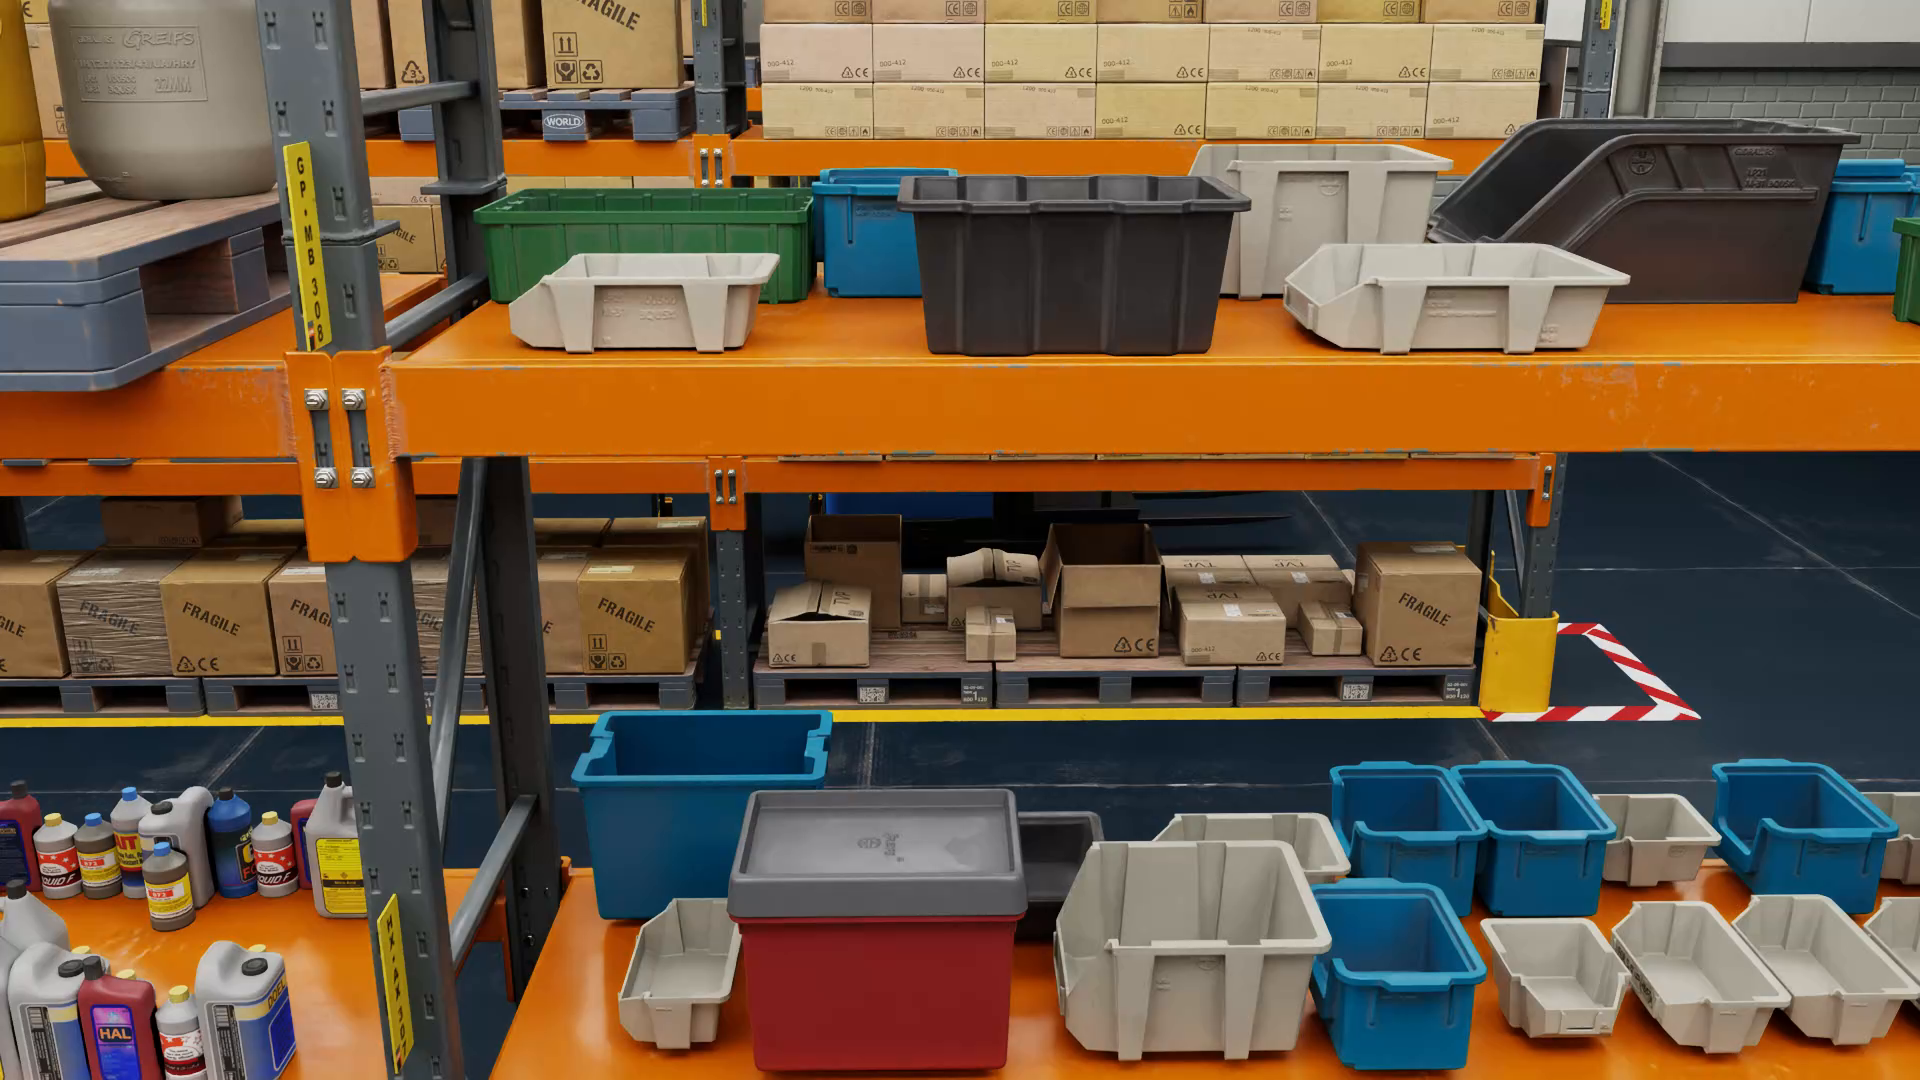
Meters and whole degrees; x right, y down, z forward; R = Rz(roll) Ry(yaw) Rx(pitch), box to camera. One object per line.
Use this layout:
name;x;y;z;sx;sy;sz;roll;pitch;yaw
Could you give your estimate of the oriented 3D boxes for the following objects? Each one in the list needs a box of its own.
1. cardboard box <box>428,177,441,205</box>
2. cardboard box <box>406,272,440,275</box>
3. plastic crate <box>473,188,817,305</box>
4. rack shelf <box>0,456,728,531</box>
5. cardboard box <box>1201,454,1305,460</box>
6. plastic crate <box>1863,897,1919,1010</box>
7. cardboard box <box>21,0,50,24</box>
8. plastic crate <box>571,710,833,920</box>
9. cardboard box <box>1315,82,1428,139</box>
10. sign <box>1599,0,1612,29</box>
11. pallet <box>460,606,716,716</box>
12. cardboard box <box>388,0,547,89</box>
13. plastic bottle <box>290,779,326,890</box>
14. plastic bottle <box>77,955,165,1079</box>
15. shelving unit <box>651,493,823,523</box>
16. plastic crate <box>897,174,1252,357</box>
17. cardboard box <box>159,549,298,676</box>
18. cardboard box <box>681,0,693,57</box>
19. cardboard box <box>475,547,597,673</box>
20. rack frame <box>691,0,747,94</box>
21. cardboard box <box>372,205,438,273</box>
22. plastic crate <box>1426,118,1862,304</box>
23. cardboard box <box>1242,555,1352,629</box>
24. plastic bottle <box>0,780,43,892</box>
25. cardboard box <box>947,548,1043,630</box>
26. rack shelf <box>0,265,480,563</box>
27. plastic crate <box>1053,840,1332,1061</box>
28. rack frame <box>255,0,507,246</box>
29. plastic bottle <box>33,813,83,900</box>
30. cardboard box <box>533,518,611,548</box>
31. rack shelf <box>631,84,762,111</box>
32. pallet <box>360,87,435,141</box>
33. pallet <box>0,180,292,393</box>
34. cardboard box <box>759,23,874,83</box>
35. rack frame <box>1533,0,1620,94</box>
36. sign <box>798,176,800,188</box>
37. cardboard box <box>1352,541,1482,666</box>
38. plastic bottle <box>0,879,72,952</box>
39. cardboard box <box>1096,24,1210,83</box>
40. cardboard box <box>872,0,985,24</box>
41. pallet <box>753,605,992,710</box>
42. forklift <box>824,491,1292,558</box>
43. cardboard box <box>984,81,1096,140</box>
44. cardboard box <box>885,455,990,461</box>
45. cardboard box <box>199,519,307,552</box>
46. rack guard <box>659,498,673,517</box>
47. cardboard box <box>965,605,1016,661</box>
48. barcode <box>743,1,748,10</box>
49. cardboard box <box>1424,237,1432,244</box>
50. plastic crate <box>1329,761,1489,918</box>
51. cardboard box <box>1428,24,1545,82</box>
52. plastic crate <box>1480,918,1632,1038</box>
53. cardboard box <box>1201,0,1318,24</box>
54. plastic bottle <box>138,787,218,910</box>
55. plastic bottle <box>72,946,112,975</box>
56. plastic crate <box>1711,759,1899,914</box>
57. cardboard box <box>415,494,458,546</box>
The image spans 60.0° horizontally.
cardboard box;-3.719;-2.700;12.643;0.500;0.250;0.500;0;18;0
cardboard box;-4.113;-2.048;12.900;0.250;0.149;0.380;0;18;-1
plastic crate;-0.640;-0.630;3.536;0.662;0.188;0.450;0;18;-1
rack shelf;-3.133;-0.369;8.464;4.000;0.370;1.077;0;18;-1
cardboard box;1.405;-0.698;8.150;0.500;0.500;0.500;0;18;0
plastic crate;2.128;0.929;3.575;0.243;0.136;0.396;0;18;-1
cardboard box;-4.187;-2.656;7.706;0.500;0.500;0.500;0;18;-1
plastic crate;-0.597;0.665;3.993;0.575;0.384;0.392;0;18;-1
cardboard box;1.857;-2.015;7.753;0.500;0.250;0.500;0;18;-1
sign;2.855;-2.420;7.322;0.005;0.325;0.100;0;18;-1
pallet;-1.946;0.622;8.762;1.213;0.211;1.003;0;18;-1
cardboard box;-2.306;-2.454;7.862;0.600;0.600;0.600;0;18;-1
plastic bottle;-1.566;0.720;4.084;0.133;0.283;0.061;0;18;-1
plastic bottle;-1.678;0.963;3.325;0.133;0.283;0.061;0;18;-1
shelving unit;-1.445;-0.680;10.712;1.083;1.500;0.587;-1;18;-4
plastic crate;0.188;-0.496;2.987;0.590;0.269;0.497;0;18;-1
cardboard box;-3.648;0.359;8.389;0.500;0.500;0.500;-1;18;-2
cardboard box;-2.097;-3.948;12.651;0.500;0.500;0.700;-1;18;-4
cardboard box;-2.117;0.350;8.419;0.500;0.500;0.500;0;18;-1
rack frame;-1.133;-3.577;7.468;0.127;3.000;1.000;0;18;-1
cardboard box;-4.201;-2.337;12.739;0.500;0.500;0.500;0;18;1
plastic crate;1.409;-0.703;3.518;0.767;0.338;0.504;0;18;-1
cardboard box;1.818;0.278;9.051;0.500;0.250;0.500;0;18;-1
plastic bottle;-2.320;0.723;4.073;0.133;0.283;0.061;0;18;-1
cardboard box;0.182;0.257;9.017;0.500;0.311;0.500;0;18;-1
rack shelf;-3.059;-0.284;3.290;4.000;0.370;1.077;0;18;-1
plastic crate;0.471;0.869;3.524;0.530;0.282;0.437;0;18;-1
rack frame;-1.059;-2.065;2.752;0.127;3.000;1.000;0;18;-1
plastic bottle;-2.205;0.767;4.070;0.097;0.201;0.097;0;18;0
cardboard box;-2.154;0.194;8.905;0.500;0.500;0.500;0;18;0
rack shelf;-3.215;-3.310;12.722;4.000;0.370;1.077;0;18;-1
pallet;-2.823;-2.072;7.993;1.003;0.211;1.213;0;18;-1
pallet;-1.841;-0.513;3.134;1.003;0.211;1.213;0;18;-1
cardboard box;-0.643;-2.242;7.643;0.500;0.250;0.500;0;18;-1
rack frame;2.866;-3.597;7.528;0.127;3.000;1.000;0;18;-1
sign;-1.197;-2.582;12.419;0.005;0.325;0.100;0;18;-1
cardboard box;2.326;0.318;8.516;0.500;0.500;0.500;0;18;-1
plastic bottle;-1.975;0.876;3.487;0.185;0.351;0.144;0;18;-1
cardboard box;0.857;-2.247;7.657;0.500;0.250;0.500;0;18;-1
cardboard box;-0.146;-2.646;7.674;0.500;0.500;0.700;0;18;-1
pallet;-0.447;0.604;8.819;1.213;0.211;1.003;0;18;-1
forklift;0.628;-1.408;10.640;3.031;2.935;1.130;-1;18;-4
cardboard box;0.357;-2.008;7.730;0.500;0.250;0.500;0;18;-1
cardboard box;-0.107;-0.691;8.128;0.500;0.500;0.500;0;18;0
cardboard box;-3.684;0.201;8.883;0.500;0.500;0.500;-1;18;-3
rack guard;-1.942;-0.074;10.870;0.087;0.250;0.587;-1;18;-4
cardboard box;0.155;0.476;8.572;0.250;0.166;0.380;0;18;-1
barcode;-1.670;-4.116;12.814;0.075;0.075;0.001;1;18;4
cardboard box;2.426;-1.178;8.008;0.500;0.500;0.500;0;18;-1
plastic crate;1.072;0.732;4.030;0.300;0.233;0.416;0;18;-1
cardboard box;2.357;-2.255;7.682;0.500;0.250;0.500;0;18;-1
plastic crate;1.264;0.942;3.534;0.250;0.136;0.298;0;18;-1
cardboard box;1.353;-2.673;7.758;0.500;0.500;0.700;0;18;-1
plastic bottle;-1.894;0.739;4.037;0.135;0.276;0.152;0;18;-1
plastic bottle;-1.834;0.951;3.498;0.097;0.201;0.097;0;18;0
plastic crate;2.030;0.728;4.044;0.300;0.233;0.416;0;18;-1
cardboard box;-2.621;-0.164;8.794;0.500;0.250;0.500;0;18;-1
